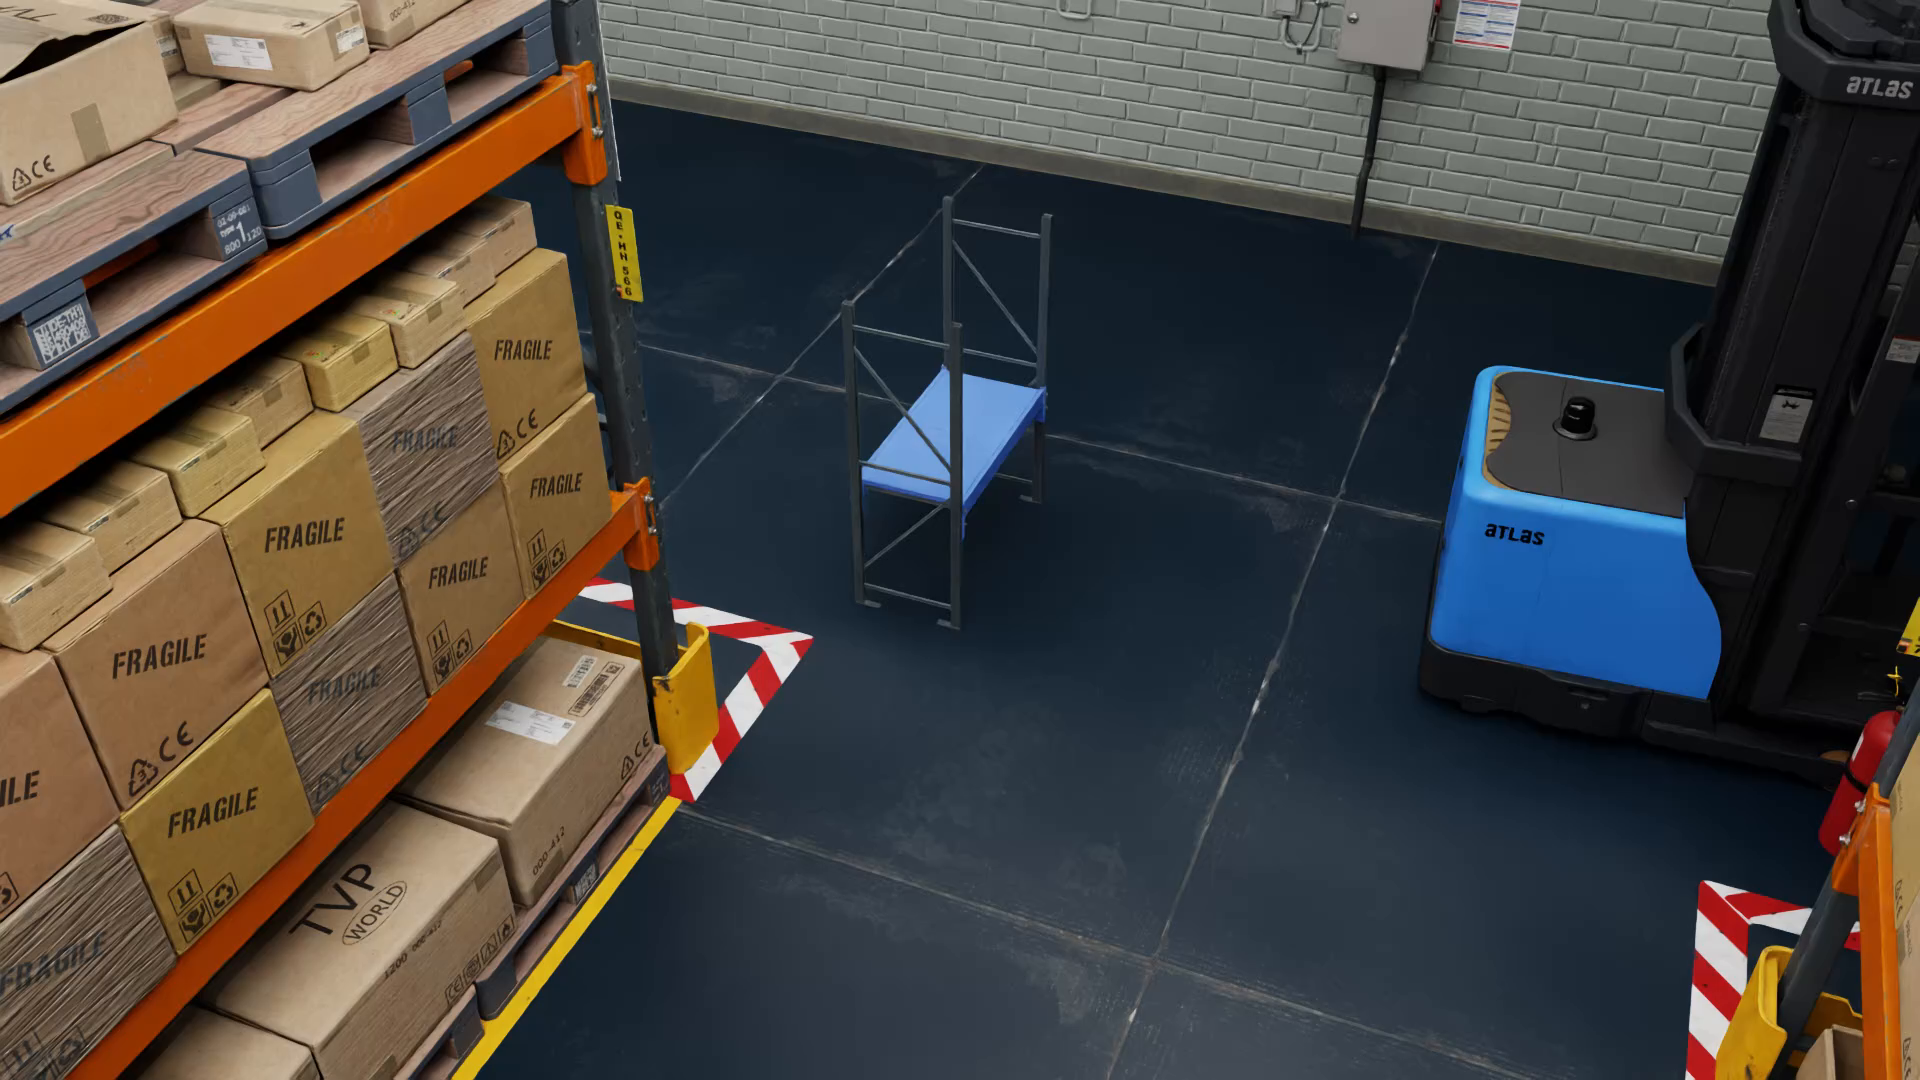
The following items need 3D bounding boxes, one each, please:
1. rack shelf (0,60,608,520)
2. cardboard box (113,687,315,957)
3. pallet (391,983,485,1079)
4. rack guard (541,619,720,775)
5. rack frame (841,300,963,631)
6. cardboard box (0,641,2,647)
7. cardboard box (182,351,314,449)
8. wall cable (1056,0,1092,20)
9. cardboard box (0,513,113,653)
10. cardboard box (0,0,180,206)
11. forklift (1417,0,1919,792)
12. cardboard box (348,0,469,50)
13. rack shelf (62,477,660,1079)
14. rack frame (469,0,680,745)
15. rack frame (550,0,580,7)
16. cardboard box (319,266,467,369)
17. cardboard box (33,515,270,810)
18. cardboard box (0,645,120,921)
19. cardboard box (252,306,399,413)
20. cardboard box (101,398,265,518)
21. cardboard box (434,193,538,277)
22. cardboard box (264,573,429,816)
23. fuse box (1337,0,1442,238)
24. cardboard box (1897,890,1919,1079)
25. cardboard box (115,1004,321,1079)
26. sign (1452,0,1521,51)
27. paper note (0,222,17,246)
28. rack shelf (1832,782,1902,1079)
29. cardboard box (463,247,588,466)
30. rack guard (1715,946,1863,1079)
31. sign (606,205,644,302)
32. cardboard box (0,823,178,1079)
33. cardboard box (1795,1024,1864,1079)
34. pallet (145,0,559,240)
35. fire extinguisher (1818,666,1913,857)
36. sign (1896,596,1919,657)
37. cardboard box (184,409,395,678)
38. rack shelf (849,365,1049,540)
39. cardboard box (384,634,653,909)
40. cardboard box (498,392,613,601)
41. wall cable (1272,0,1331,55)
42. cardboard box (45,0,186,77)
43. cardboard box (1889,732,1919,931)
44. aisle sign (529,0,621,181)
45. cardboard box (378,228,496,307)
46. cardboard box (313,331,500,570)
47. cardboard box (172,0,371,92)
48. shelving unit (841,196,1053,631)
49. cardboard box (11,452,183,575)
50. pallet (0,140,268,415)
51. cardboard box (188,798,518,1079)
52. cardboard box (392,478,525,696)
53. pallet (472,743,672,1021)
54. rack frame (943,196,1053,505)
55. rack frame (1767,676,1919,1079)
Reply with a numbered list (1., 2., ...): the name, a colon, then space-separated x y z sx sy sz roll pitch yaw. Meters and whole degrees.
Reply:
1. rack shelf: -2.328 -0.290 3.728 1.077 0.370 4.000 14 39 18
2. cardboard box: -2.082 0.654 4.286 0.500 0.500 0.500 15 39 19
3. pallet: -2.265 1.767 5.210 1.003 0.211 1.213 14 39 18
4. rack guard: -1.558 0.504 6.658 1.175 0.500 0.348 14 39 18
5. rack frame: -0.226 -0.272 6.861 0.500 1.500 0.032 14 39 18
6. cardboard box: -2.290 0.196 3.521 0.380 0.149 0.250 14 39 18
7. cardboard box: -1.912 -0.373 4.283 0.380 0.149 0.250 13 39 17
8. wall cable: 0.556 -4.030 9.762 0.585 1.953 0.123 14 39 18
9. cardboard box: -2.132 0.076 3.682 0.380 0.149 0.250 14 39 18
10. cardboard box: -2.183 -1.040 3.771 0.500 0.311 0.500 15 39 19
11. forklift: 3.462 -0.519 5.996 3.031 2.935 1.130 11 38 14
12. cardboard box: -1.655 -1.564 4.522 0.500 0.250 0.500 10 38 14
13. rack shelf: -2.328 0.912 4.626 1.077 0.370 4.000 14 39 18
14. rack frame: -1.567 -0.484 5.892 1.000 3.000 0.127 14 39 18
15. rack frame: -1.567 -2.887 4.096 1.000 3.000 0.127 14 39 18
16. cardboard box: -1.614 -0.632 4.629 0.380 0.149 0.250 13 39 17
17. cardboard box: -2.087 0.244 3.999 0.500 0.500 0.500 14 39 17
18. cardboard box: -2.281 0.523 3.627 0.500 0.500 0.500 15 39 19
19. cardboard box: -1.747 -0.502 4.455 0.380 0.149 0.250 15 39 19
20. cardboard box: -1.954 -0.221 4.079 0.380 0.149 0.250 15 39 19
21. cardboard box: -1.519 -0.940 5.041 0.380 0.149 0.250 14 39 18
22. cardboard box: -1.898 0.365 4.673 0.500 0.500 0.500 15 39 19
23. fuse box: 2.444 -2.536 9.713 0.539 1.711 0.414 14 39 18
24. cardboard box: 2.411 1.055 3.710 0.500 0.250 0.500 14 39 18
25. cardboard box: -2.411 1.770 4.666 0.875 0.438 0.875 13 39 16
26. sign: 2.979 -3.016 9.359 0.329 0.494 0.001 14 39 18
27. paper note: -1.828 -0.559 3.133 0.006 0.032 0.123 14 39 18
28. rack shelf: 2.263 2.040 3.116 1.077 0.370 4.000 14 39 18
29. cardboard box: -1.531 -0.603 5.133 0.500 0.500 0.500 15 39 19
30. rack guard: 2.995 1.688 5.074 1.175 0.500 0.348 14 39 18
31. sign: -1.071 -0.911 5.298 0.100 0.325 0.005 14 39 18
32. cardboard box: -2.278 0.939 3.905 0.500 0.500 0.500 14 39 18
33. cardboard box: 2.704 1.794 4.579 0.797 0.503 0.637 12 39 16
34. pallet: -1.840 -1.237 4.468 1.003 0.211 1.213 14 39 18
35. fire extinguisher: 2.653 0.639 4.766 0.296 0.674 0.183 14 39 18
36. sign: 2.522 0.175 4.288 0.100 0.325 0.005 14 39 18
37. cardboard box: -1.894 -0.034 4.371 0.500 0.500 0.500 14 39 18
38. rack shelf: -0.032 -0.409 7.345 0.538 0.185 1.000 14 39 18
39. cardboard box: -1.726 0.763 6.014 0.875 0.438 0.875 13 39 16
40. cardboard box: -1.506 -0.196 5.424 0.500 0.500 0.500 14 39 18
41. wall cable: 1.872 -3.701 9.348 0.588 1.984 0.122 14 39 18
42. cardboard box: -2.194 -1.243 4.177 0.380 0.149 0.250 15 39 19
43. cardboard box: 2.602 0.776 4.084 0.500 0.250 0.500 14 39 18
44. aisle sign: -1.253 -1.494 5.072 0.394 0.787 0.004 14 39 18
45. cardboard box: -1.593 -0.794 4.846 0.380 0.149 0.250 15 39 19
46. cardboard box: -1.702 -0.307 4.737 0.500 0.500 0.500 14 39 18
47. cardboard box: -1.741 -1.273 4.218 0.380 0.149 0.250 11 38 14
48. shelving unit: -0.032 -0.554 7.238 0.538 1.500 1.048 14 39 18
49. cardboard box: -2.071 -0.080 3.891 0.380 0.149 0.250 15 39 19
50. pallet: -2.303 -0.559 3.561 1.003 0.211 1.213 14 39 18
51. cardboard box: -2.067 1.271 5.333 0.875 0.438 0.875 15 39 19
52. cardboard box: -1.711 0.078 5.057 0.500 0.500 0.500 13 39 17
53. pallet: -1.799 1.094 6.110 1.003 0.211 1.213 14 39 18
54. rack frame: 0.161 -0.835 7.614 0.500 1.500 0.032 14 39 18
55. rack frame: 3.024 0.645 4.382 1.000 3.000 0.127 14 39 18
